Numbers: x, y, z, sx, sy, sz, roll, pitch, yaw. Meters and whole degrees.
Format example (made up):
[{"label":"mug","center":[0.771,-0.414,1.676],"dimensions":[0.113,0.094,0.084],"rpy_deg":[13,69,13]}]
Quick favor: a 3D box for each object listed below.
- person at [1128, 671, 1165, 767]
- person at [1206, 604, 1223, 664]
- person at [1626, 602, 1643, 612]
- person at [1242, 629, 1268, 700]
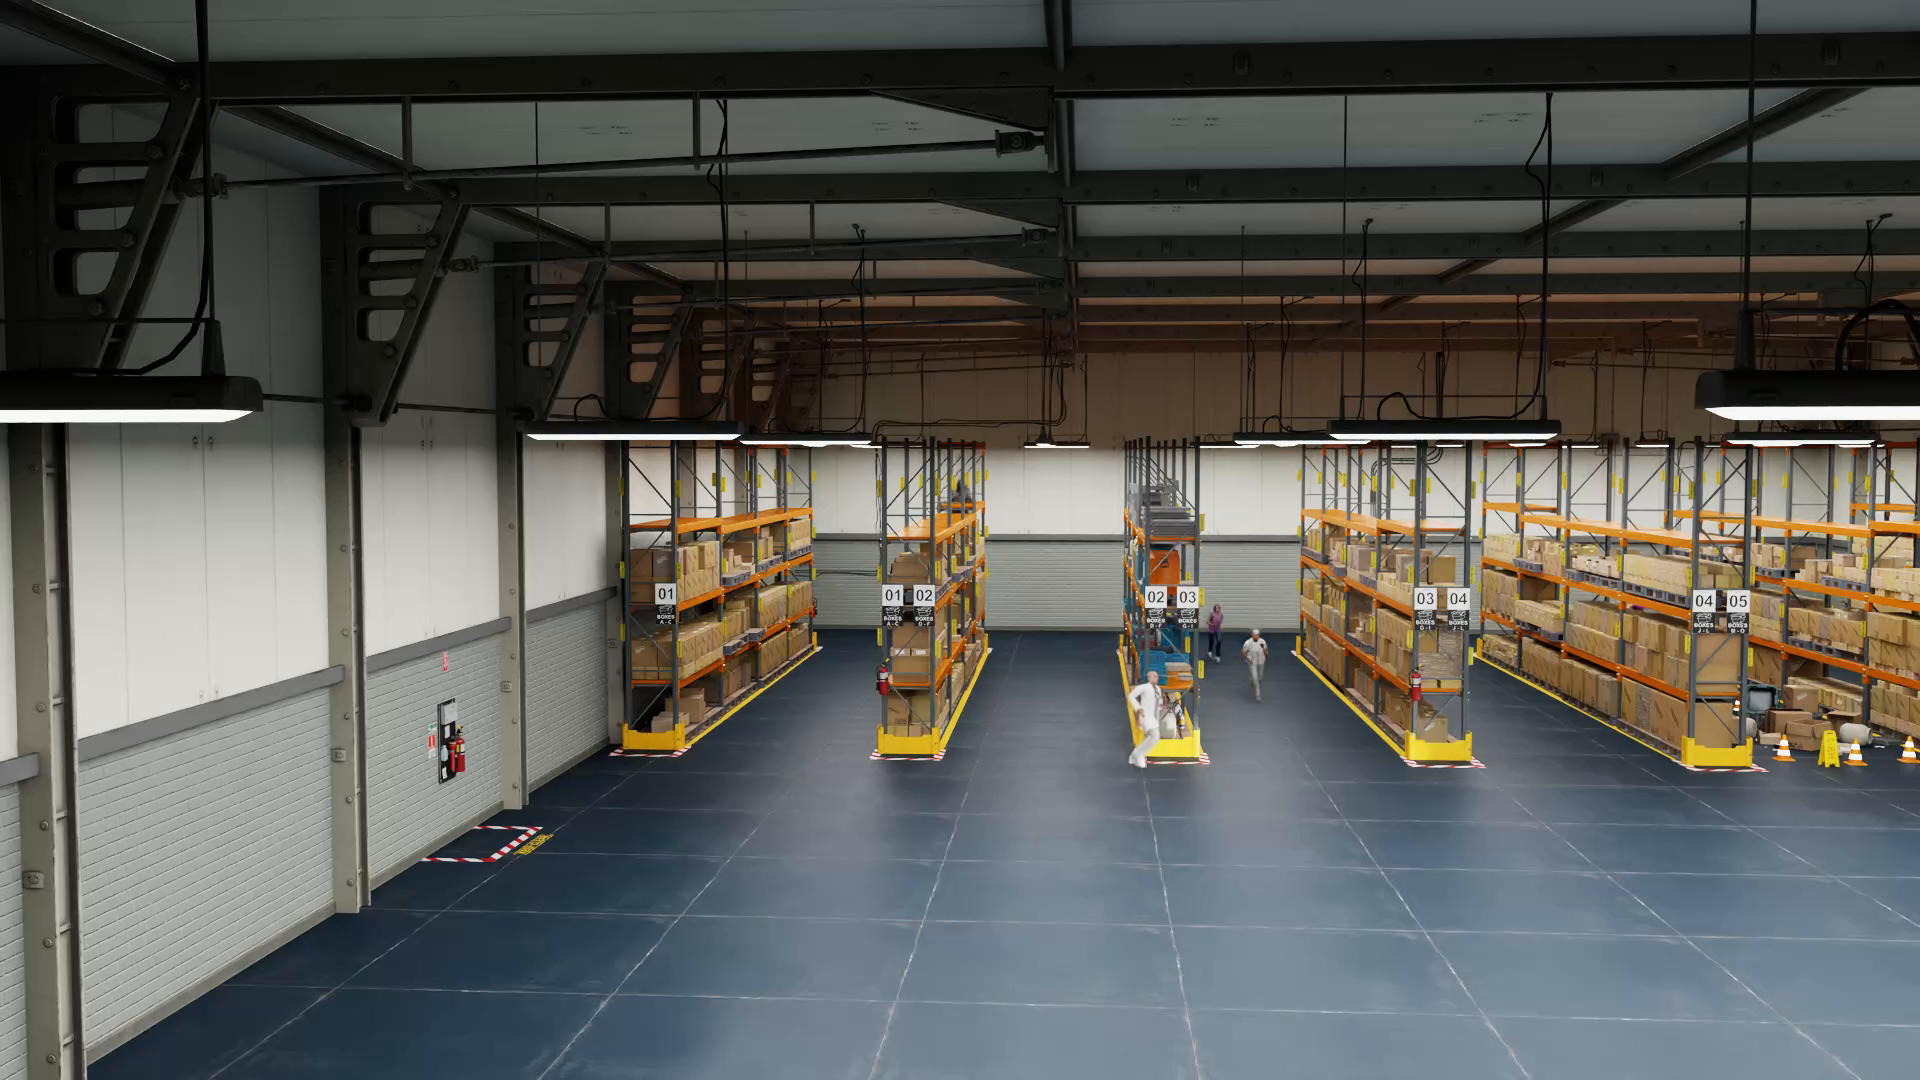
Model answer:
[{"label":"person","center":[3.422,3.232,30.100],"dimensions":[0.698,1.727,0.677],"rpy_deg":[3,4,40]},{"label":"person","center":[6.911,2.522,45.247],"dimensions":[0.539,1.596,0.943],"rpy_deg":[0,3,-5]},{"label":"person","center":[19.074,2.327,47.388],"dimensions":[0.713,1.803,0.698],"rpy_deg":[0,3,3]},{"label":"person","center":[6.831,2.879,38.577],"dimensions":[0.621,1.651,0.765],"rpy_deg":[-1,3,-10]}]
